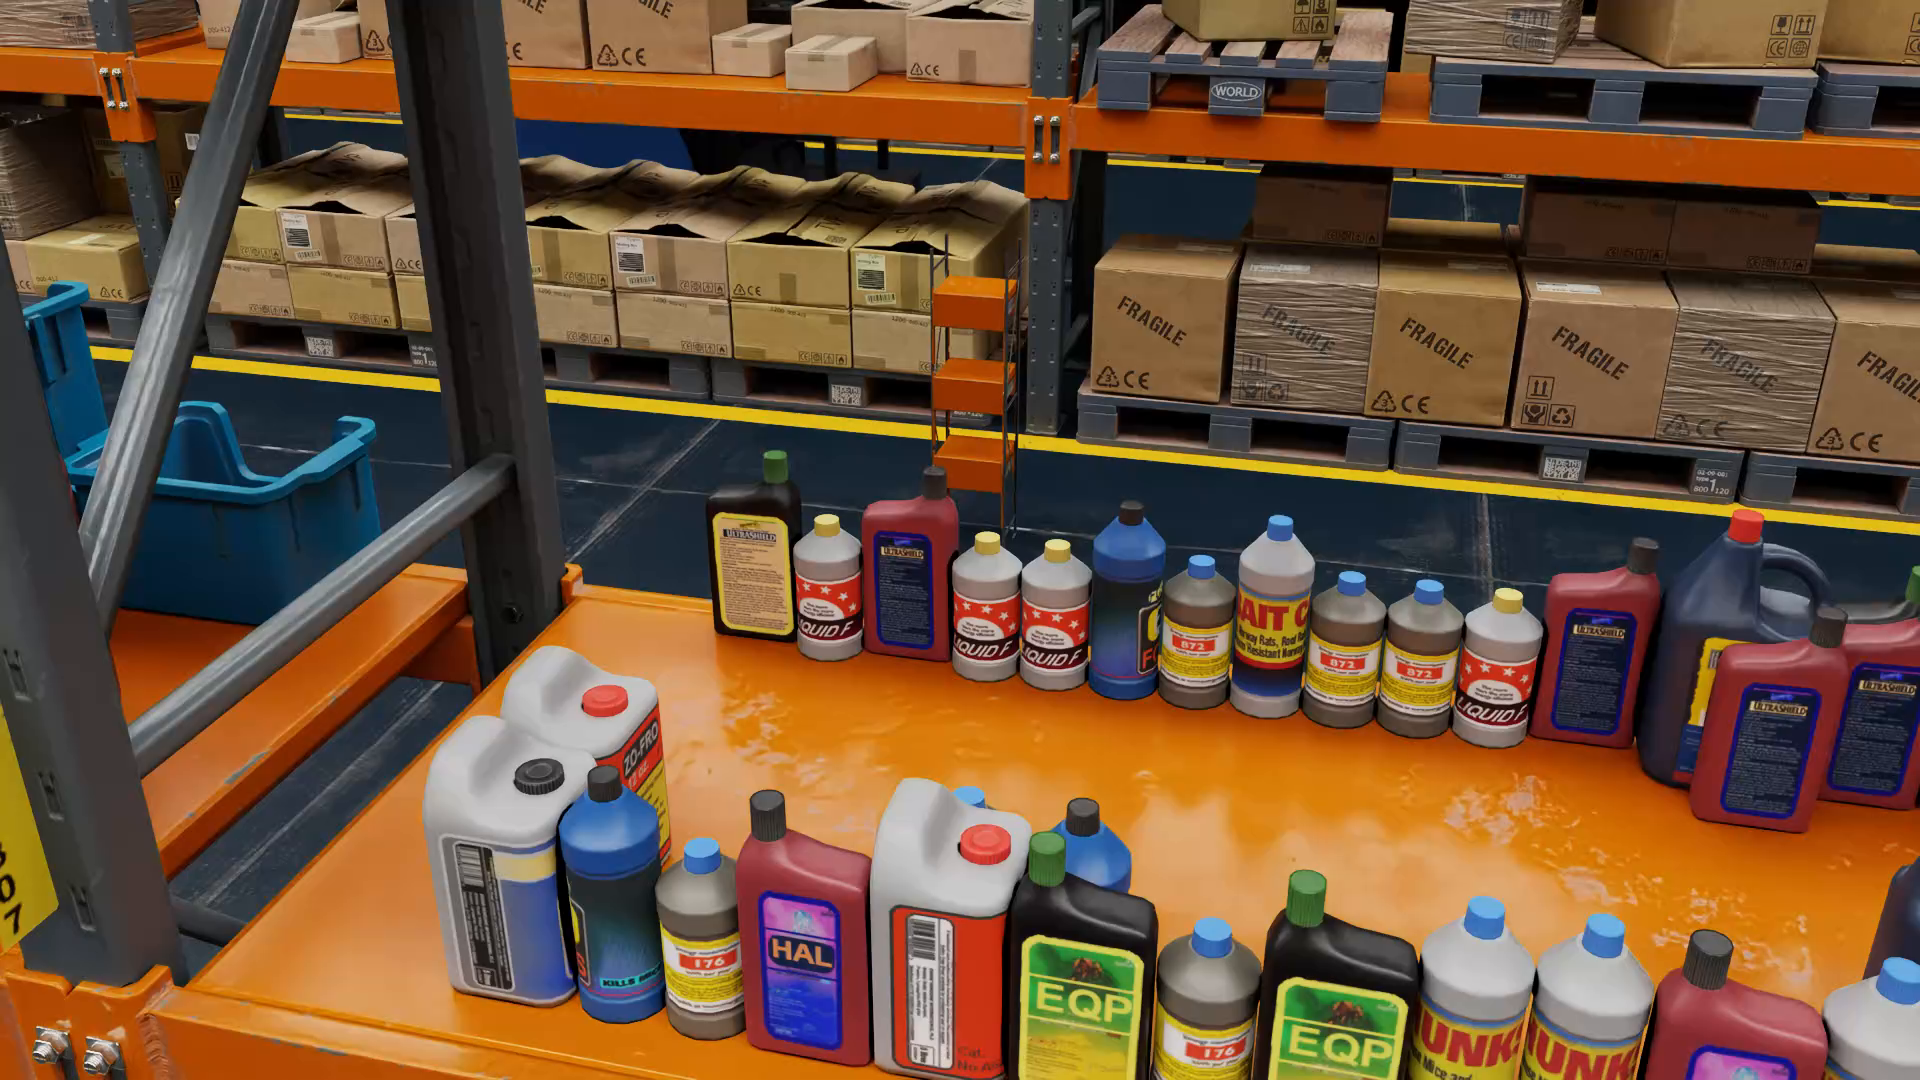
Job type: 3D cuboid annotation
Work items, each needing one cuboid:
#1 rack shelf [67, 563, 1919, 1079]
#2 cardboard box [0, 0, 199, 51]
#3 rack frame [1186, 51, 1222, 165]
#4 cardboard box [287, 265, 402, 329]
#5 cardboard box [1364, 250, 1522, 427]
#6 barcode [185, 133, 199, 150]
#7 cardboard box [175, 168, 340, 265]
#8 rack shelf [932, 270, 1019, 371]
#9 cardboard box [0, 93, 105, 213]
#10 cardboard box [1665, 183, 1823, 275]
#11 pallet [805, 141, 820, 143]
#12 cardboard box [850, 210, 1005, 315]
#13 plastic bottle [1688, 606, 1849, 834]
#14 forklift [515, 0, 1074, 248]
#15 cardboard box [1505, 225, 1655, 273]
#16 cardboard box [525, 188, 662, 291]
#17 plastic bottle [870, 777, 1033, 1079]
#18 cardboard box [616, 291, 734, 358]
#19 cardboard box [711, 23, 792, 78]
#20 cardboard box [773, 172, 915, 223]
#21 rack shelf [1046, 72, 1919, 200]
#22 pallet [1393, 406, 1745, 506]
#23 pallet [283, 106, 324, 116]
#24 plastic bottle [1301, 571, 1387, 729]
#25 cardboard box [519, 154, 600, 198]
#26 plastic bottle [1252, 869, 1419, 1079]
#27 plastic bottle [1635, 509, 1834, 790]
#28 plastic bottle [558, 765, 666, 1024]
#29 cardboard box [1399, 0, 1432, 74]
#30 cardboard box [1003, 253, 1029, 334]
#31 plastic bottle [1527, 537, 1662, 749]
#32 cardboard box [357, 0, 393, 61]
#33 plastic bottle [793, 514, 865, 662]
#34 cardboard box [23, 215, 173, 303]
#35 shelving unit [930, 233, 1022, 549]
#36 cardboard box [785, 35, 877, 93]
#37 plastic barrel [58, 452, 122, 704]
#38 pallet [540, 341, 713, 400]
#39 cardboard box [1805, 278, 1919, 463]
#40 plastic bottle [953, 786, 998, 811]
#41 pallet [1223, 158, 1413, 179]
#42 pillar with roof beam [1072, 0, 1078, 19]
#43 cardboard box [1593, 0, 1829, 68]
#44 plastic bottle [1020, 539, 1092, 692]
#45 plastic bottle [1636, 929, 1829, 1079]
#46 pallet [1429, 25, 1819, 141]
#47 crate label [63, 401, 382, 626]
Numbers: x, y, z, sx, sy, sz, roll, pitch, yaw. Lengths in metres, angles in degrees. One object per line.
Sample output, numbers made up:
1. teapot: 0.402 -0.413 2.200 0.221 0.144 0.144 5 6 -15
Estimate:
1. rack shelf: 1.146 0.626 1.783 4.000 0.370 1.077 6 26 13
2. cardboard box: -3.859 -2.493 7.381 0.500 0.500 0.700 6 26 12
3. rack frame: 1.676 -4.038 10.742 0.127 3.000 1.000 6 26 13
4. cardboard box: -2.604 -1.150 7.386 0.500 0.250 0.500 7 26 14
5. cardboard box: 1.809 -0.768 6.270 0.500 0.500 0.500 6 26 12
6. barcode: -3.284 -1.706 7.123 0.075 0.075 0.001 6 26 13
7. cardboard box: -3.089 -1.457 7.378 0.500 0.311 0.500 6 26 13
8. rack shelf: 0.052 -0.715 5.395 0.240 0.259 0.215 6 26 13
9. cardboard box: -4.285 -1.920 8.132 0.500 0.500 0.500 6 26 13
10. cardboard box: 2.944 -1.216 6.338 0.500 0.250 0.500 6 26 13
11. pallet: -1.443 -3.124 12.067 1.213 0.211 1.003 6 26 13
12. cardboard box: -0.122 -1.130 6.692 0.500 0.311 0.500 7 26 14
13. plastic bottle: 0.957 0.207 1.961 0.133 0.283 0.061 6 26 13
14. forklift: -0.791 -2.877 8.384 3.031 2.935 1.130 5 26 11
15. cardboard box: 2.421 -0.934 6.618 0.500 0.500 0.500 5 26 11
16. cardboard box: -1.600 -1.293 7.033 0.500 0.311 0.500 7 26 14
17. plastic bottle: -0.004 0.373 1.621 0.135 0.276 0.152 6 26 13
18. cardboard box: -1.110 -0.987 7.043 0.500 0.250 0.500 7 26 14
19. cardboard box: -0.803 -1.975 6.701 0.250 0.149 0.380 8 27 17
20. cardboard box: -0.499 -1.407 7.275 0.500 0.311 0.500 6 26 12
21. rack shelf: 2.383 -1.436 6.114 4.000 0.370 1.077 6 26 13
22. pallet: 2.338 -0.489 6.531 1.213 0.211 1.003 6 26 13
23. pallet: -5.220 -3.525 12.909 1.213 0.211 1.003 6 26 13
24. plastic bottle: 0.509 0.139 2.200 0.097 0.201 0.097 0 25 0
25. cardboard box: -1.976 -1.573 7.623 0.500 0.311 0.500 6 26 13
26. plastic bottle: 0.338 0.428 1.498 0.133 0.283 0.061 6 26 13
27. plastic bottle: 0.958 0.131 2.042 0.185 0.351 0.144 6 26 13
28. plastic bottle: -0.347 0.349 1.676 0.097 0.271 0.097 0 25 0
29. cardboard box: 3.203 -3.027 10.631 0.750 0.750 0.750 6 26 13
30. cardboard box: 0.012 -1.102 7.284 0.500 0.250 0.500 6 26 13
31. plastic bottle: 0.814 0.127 2.129 0.133 0.283 0.061 6 26 13
32. cardboard box: -2.178 -2.303 6.982 0.500 0.500 0.500 8 27 17
33. plastic bottle: -0.186 0.062 2.361 0.097 0.201 0.097 0 25 0
34. cardboard box: -3.931 -1.310 7.723 0.500 0.250 0.500 6 26 13
35. shelving unit: 0.052 -0.468 5.512 0.252 1.050 0.215 6 26 13
36. cardboard box: -0.494 -1.843 6.424 0.250 0.149 0.380 6 26 13
37. plastic barrel: -1.316 0.102 1.889 0.708 0.536 0.600 6 26 13
38. pallet: -1.519 -0.952 7.504 1.213 0.211 1.003 6 26 13
39. cardboard box: 3.294 -0.607 5.931 0.500 0.500 0.500 6 26 13
40. plastic bottle: 0.009 0.353 1.750 0.097 0.201 0.097 0 25 0
41. pallet: 2.421 -2.663 11.098 1.213 0.211 1.003 6 26 13
42. pillar with roof beam: -0.439 -5.454 6.736 0.400 9.000 9.100 6 26 13
43. cardboard box: 2.594 -1.945 5.741 0.500 0.500 0.700 0 25 0
44. plastic bottle: 0.132 0.097 2.288 0.097 0.201 0.097 0 25 0
45. plastic bottle: 0.655 0.463 1.424 0.133 0.283 0.061 6 26 13
46. pallet: 2.331 -1.682 6.017 1.213 0.211 1.003 6 26 13
47. crate label: -1.106 -0.039 2.537 0.416 0.233 0.303 6 26 13
